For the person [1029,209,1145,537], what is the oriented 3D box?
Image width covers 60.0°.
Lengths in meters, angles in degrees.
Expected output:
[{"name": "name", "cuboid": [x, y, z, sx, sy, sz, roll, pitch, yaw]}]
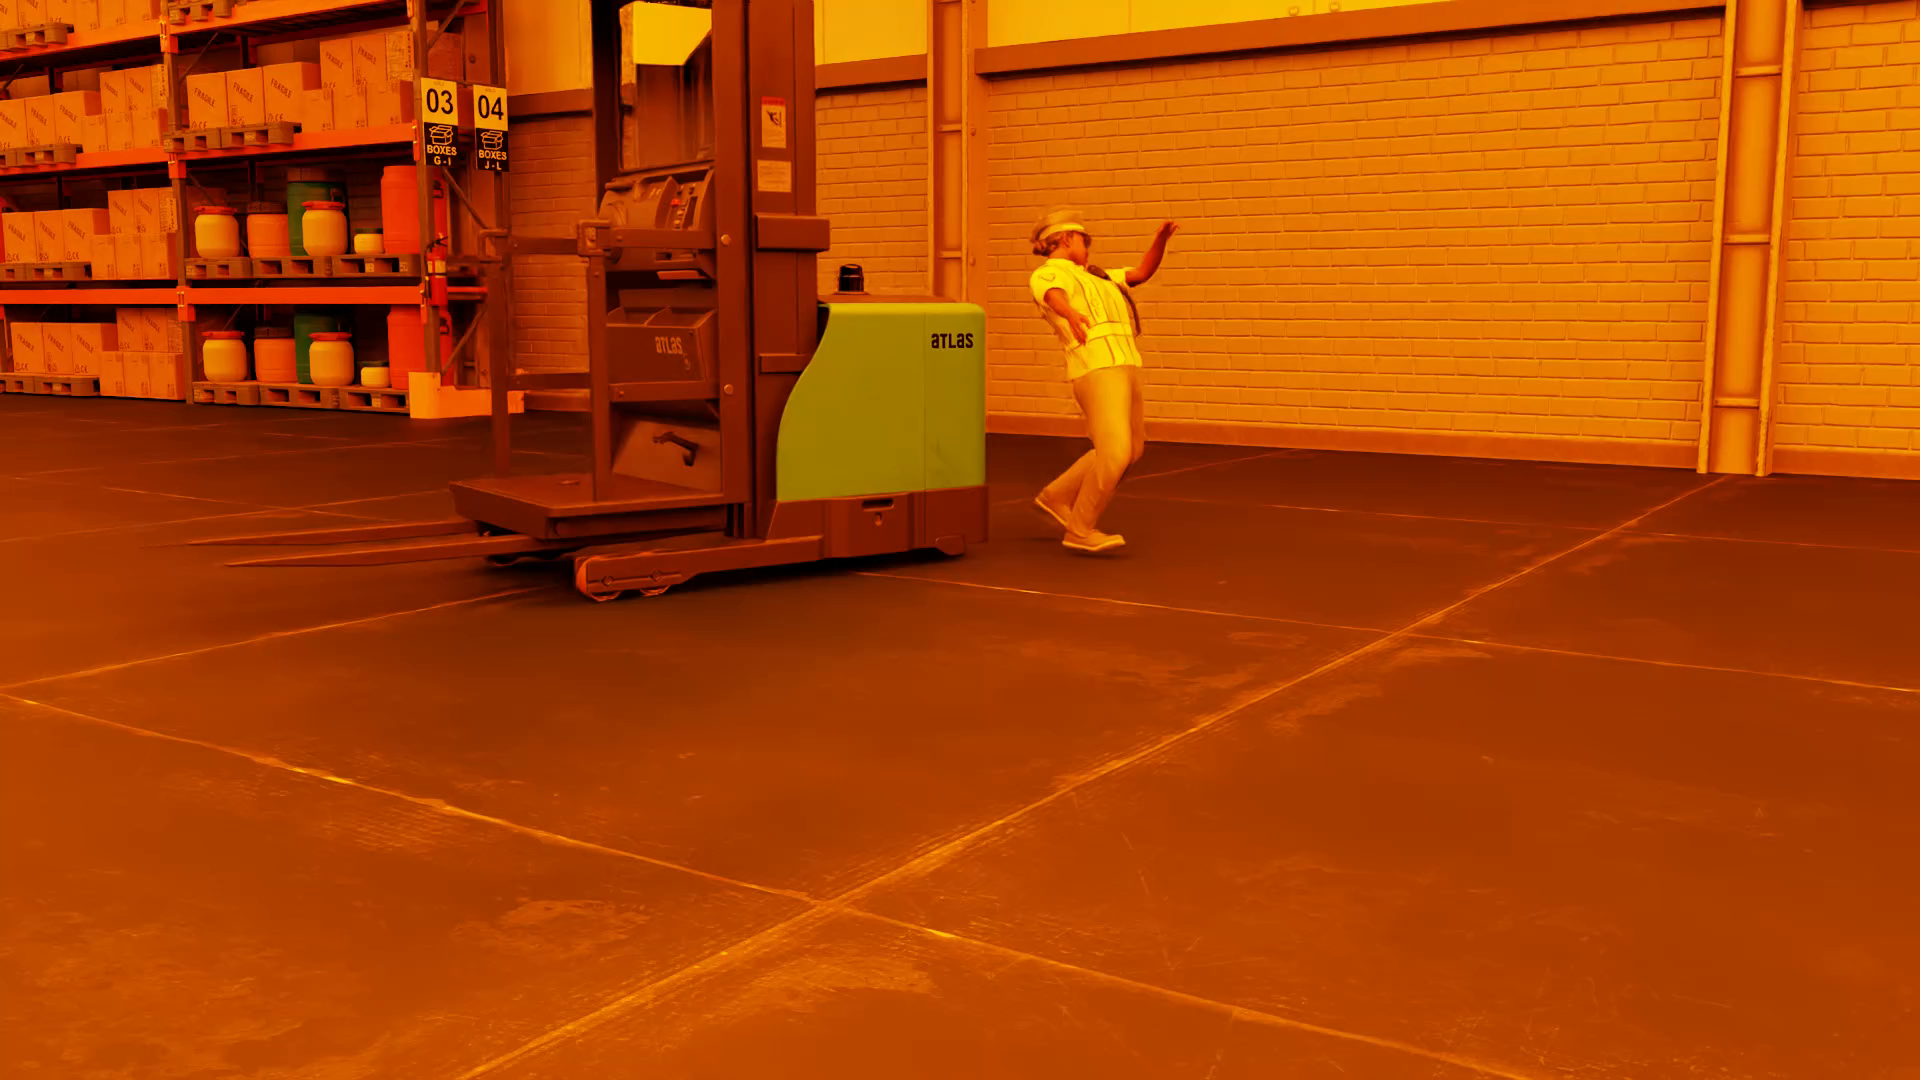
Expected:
[{"name": "person", "cuboid": [0.526, -0.732, 7.181, 0.589, 1.384, 0.745, 3, 9, 20]}]

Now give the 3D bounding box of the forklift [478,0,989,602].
[{"name": "forklift", "cuboid": [-1.370, -1.312, 6.416, 3.031, 2.935, 1.130, -6, 10, -35]}]
